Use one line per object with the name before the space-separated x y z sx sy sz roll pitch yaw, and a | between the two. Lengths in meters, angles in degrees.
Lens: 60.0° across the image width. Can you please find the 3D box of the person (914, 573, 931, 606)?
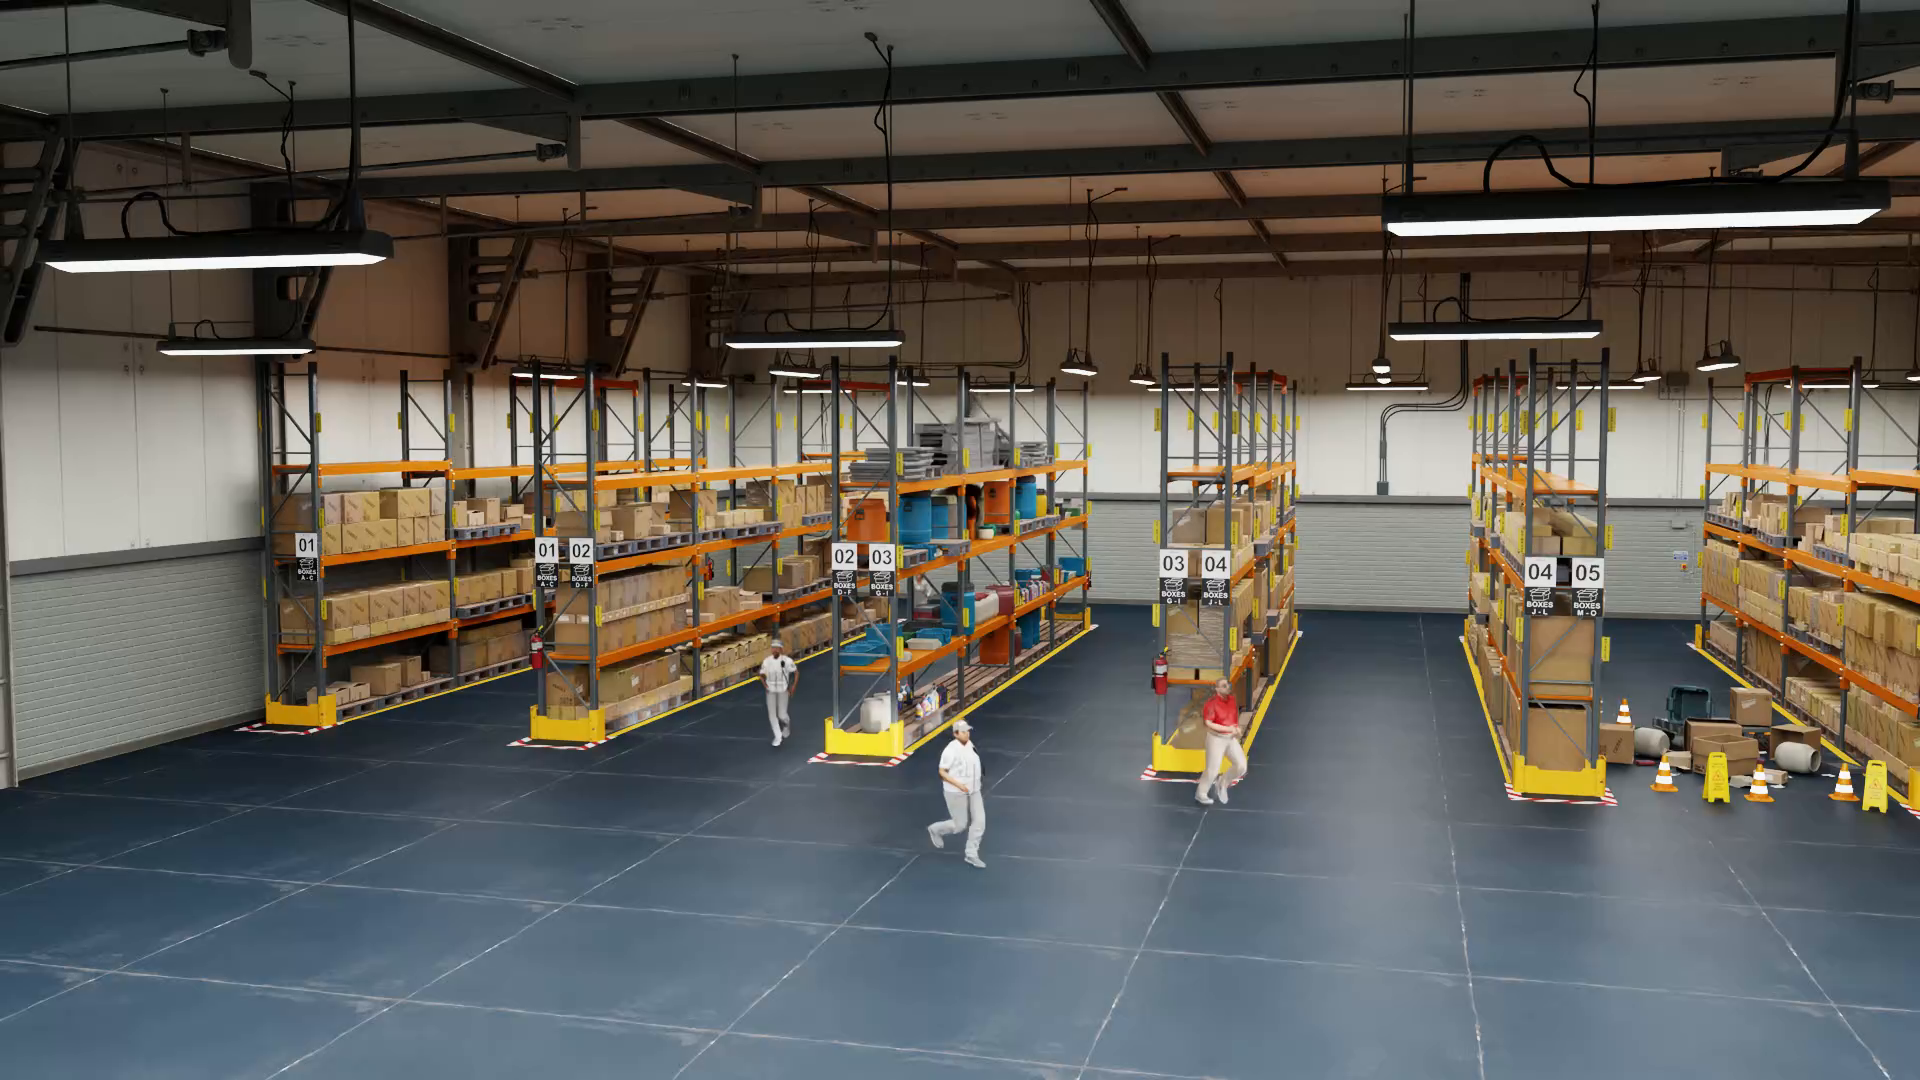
person | -0.945 1.504 38.761 0.542 1.574 0.694 0 4 4

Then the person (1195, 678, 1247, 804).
person | 3.438 2.622 21.637 0.688 1.675 0.815 -3 5 -32

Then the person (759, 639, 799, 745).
person | -2.826 2.357 25.882 0.604 1.658 0.584 0 4 4

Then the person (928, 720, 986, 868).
person | 0.000 2.869 18.962 0.764 1.651 0.616 4 5 42
